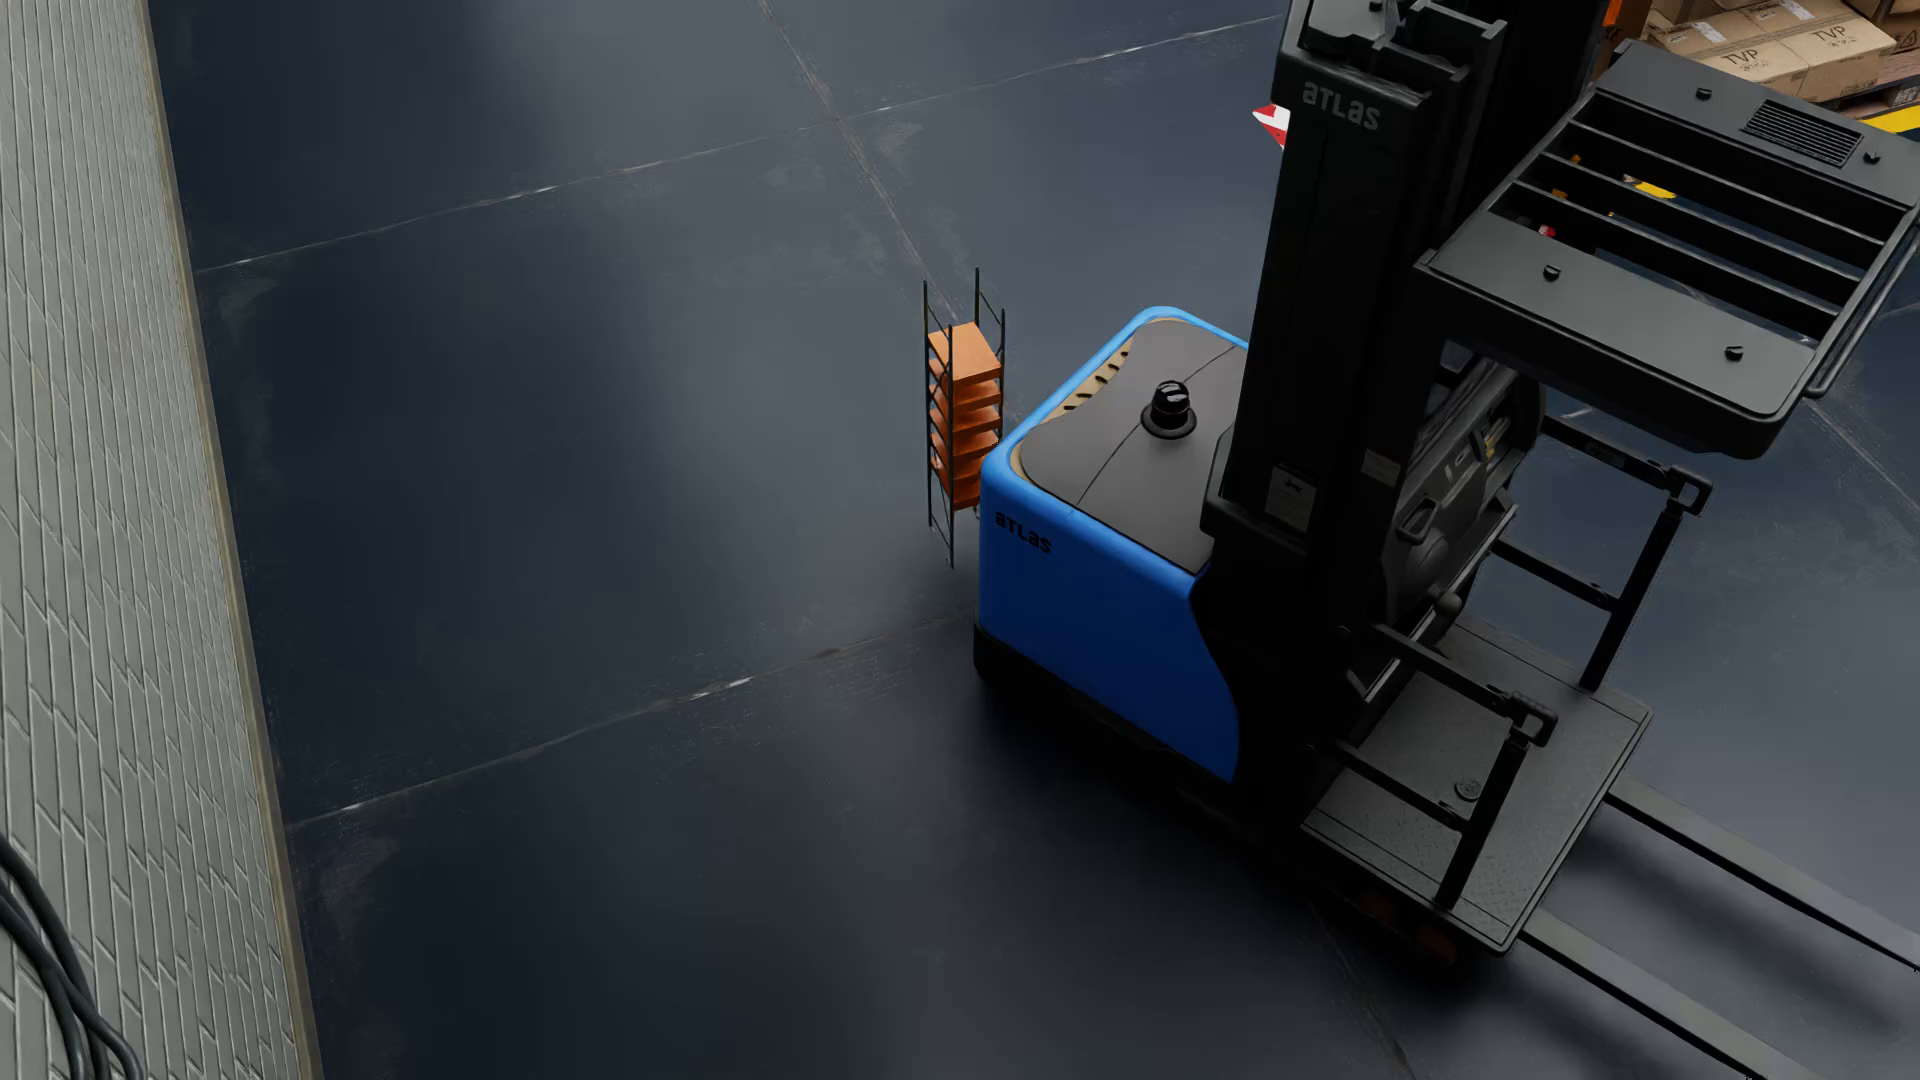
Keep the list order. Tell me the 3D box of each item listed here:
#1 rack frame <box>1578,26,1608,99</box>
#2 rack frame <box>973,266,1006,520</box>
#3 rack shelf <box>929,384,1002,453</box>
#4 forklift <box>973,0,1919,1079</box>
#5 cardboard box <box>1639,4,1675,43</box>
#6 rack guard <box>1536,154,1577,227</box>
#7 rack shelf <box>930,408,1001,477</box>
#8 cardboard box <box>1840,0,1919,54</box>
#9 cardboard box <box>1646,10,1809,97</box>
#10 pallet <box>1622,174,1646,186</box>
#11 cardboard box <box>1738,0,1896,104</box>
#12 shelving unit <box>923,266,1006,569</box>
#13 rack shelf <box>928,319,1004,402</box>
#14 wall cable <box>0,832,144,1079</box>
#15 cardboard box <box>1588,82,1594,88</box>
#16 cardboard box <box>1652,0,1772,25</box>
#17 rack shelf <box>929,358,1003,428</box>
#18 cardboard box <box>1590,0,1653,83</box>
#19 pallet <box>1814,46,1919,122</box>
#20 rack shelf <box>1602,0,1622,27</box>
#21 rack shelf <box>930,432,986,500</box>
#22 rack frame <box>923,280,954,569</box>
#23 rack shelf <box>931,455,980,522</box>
[{"bbox_3d":[2.416,-2.805,6.681,0.127,3.000,1.000,-17,52,-14],"label":"rack frame"},{"bbox_3d":[0.098,-0.421,5.821,0.006,1.200,0.240,-17,52,-14],"label":"rack frame"},{"bbox_3d":[0.013,-0.444,5.741,0.180,0.103,0.258,-17,52,-14],"label":"rack shelf"},{"bbox_3d":[1.517,-0.080,4.387,3.031,2.935,1.130,31,56,24],"label":"forklift"},{"bbox_3d":[3.236,-2.407,7.917,0.250,0.166,0.380,-17,52,-14],"label":"cardboard box"},{"bbox_3d":[2.487,-2.012,7.649,0.348,0.500,1.175,-17,52,-14],"label":"rack guard"},{"bbox_3d":[0.013,-0.366,5.832,0.180,0.103,0.258,-17,52,-14],"label":"rack shelf"},{"bbox_3d":[4.382,-2.740,7.981,0.637,0.503,0.797,-17,52,-14],"label":"cardboard box"},{"bbox_3d":[3.490,-2.152,7.644,0.500,0.250,0.500,-17,52,-14],"label":"cardboard box"},{"bbox_3d":[3.224,-2.147,7.955,1.213,0.211,1.003,-17,52,-14],"label":"pallet"},{"bbox_3d":[3.953,-2.296,7.767,0.500,0.250,0.500,-17,52,-14],"label":"cardboard box"},{"bbox_3d":[0.013,-0.395,5.798,0.189,1.200,0.258,-17,52,-14],"label":"shelving unit"},{"bbox_3d":[0.013,-0.601,5.559,0.180,0.103,0.258,-17,52,-14],"label":"rack shelf"},{"bbox_3d":[-1.078,1.102,1.419,0.112,2.526,3.097,-17,52,-14],"label":"wall cable"},{"bbox_3d":[2.934,-1.898,7.492,0.250,0.149,0.380,-17,52,-14],"label":"cardboard box"},{"bbox_3d":[3.717,-2.633,8.056,0.500,0.250,0.500,-17,52,-14],"label":"cardboard box"},{"bbox_3d":[0.013,-0.522,5.650,0.180,0.103,0.258,-17,52,-14],"label":"rack shelf"},{"bbox_3d":[2.827,-2.463,7.745,0.500,0.500,0.500,-17,52,-14],"label":"cardboard box"},{"bbox_3d":[4.352,-2.494,8.253,1.213,0.211,1.003,-17,52,-14],"label":"pallet"},{"bbox_3d":[4.268,-3.144,7.447,4.000,0.370,1.077,-17,52,-14],"label":"rack shelf"},{"bbox_3d":[0.013,-0.288,5.923,0.180,0.103,0.258,-17,52,-14],"label":"rack shelf"},{"bbox_3d":[-0.071,-0.369,5.776,0.006,1.200,0.240,-17,52,-14],"label":"rack frame"},{"bbox_3d":[0.013,-0.210,6.014,0.180,0.103,0.258,-17,52,-14],"label":"rack shelf"}]
